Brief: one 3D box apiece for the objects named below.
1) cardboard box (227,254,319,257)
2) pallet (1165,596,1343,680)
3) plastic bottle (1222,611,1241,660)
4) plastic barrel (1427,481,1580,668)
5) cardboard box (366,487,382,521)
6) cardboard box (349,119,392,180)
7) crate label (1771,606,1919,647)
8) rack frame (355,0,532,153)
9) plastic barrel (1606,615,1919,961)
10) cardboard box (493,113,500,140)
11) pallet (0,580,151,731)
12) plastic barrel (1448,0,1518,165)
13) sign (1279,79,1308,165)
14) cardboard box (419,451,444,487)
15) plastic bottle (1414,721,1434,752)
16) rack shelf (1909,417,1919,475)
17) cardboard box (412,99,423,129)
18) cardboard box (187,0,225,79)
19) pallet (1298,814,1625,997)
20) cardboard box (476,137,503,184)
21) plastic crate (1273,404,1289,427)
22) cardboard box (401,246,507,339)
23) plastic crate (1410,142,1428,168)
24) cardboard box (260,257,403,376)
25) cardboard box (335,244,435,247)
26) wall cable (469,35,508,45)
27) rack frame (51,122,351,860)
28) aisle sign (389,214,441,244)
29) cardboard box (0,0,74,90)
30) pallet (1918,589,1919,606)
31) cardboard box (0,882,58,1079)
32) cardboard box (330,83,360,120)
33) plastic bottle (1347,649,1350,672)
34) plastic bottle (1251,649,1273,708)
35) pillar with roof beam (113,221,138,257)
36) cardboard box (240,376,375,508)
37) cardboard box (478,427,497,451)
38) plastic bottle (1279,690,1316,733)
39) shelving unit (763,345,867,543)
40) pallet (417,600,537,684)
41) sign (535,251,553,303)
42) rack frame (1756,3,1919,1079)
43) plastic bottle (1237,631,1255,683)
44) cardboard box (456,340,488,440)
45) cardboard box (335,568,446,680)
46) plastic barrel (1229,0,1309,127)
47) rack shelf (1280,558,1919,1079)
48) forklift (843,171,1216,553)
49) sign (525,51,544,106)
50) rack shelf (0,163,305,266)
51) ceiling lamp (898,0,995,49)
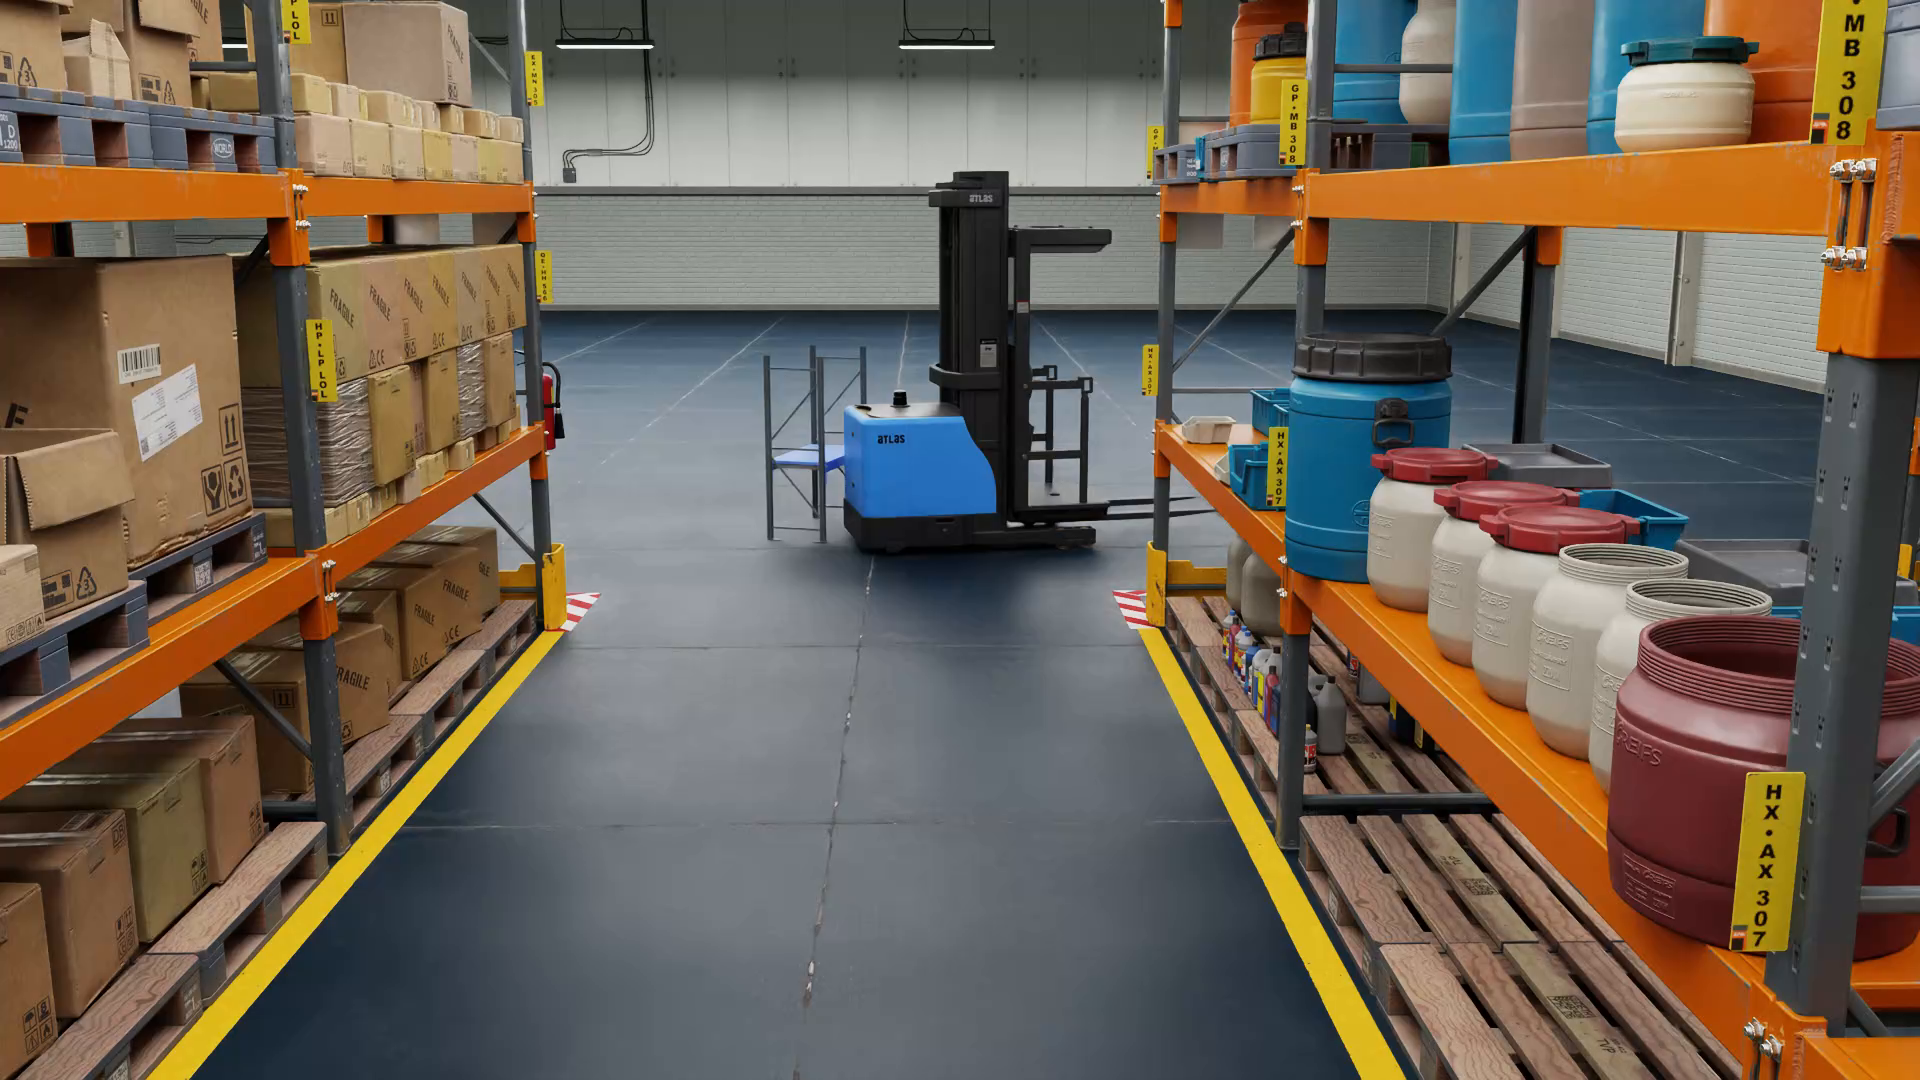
[{"bbox_3d":[-3.400,-1.115,7.994,0.500,0.500,0.500,0,11,-1],"label":"cardboard box"},{"bbox_3d":[1.835,0.585,10.145,1.003,0.211,1.213,0,11,-1],"label":"pallet"},{"bbox_3d":[1.501,0.525,9.182,0.097,0.271,0.097,0,11,0],"label":"plastic bottle"},{"bbox_3d":[1.673,0.107,5.144,0.433,0.535,0.433,0,11,0],"label":"plastic barrel"},{"bbox_3d":[-2.823,-0.163,7.449,0.380,0.149,0.250,0,11,-1],"label":"cardboard box"},{"bbox_3d":[-2.863,-1.735,7.399,0.500,0.250,0.500,0,11,-2],"label":"cardboard box"},{"bbox_3d":[2.190,0.416,3.874,0.502,0.435,0.616,0,11,-1],"label":"crate label"},{"bbox_3d":[-3.177,-3.878,10.041,1.000,3.000,0.127,0,11,-1],"label":"rack frame"},{"bbox_3d":[1.628,0.475,3.334,0.600,0.536,0.708,0,11,-1],"label":"plastic barrel"},{"bbox_3d":[-2.856,-2.370,9.525,0.380,0.149,0.250,-1,11,-4],"label":"cardboard box"},{"bbox_3d":[-3.093,0.353,4.756,1.003,0.211,1.213,0,11,-1],"label":"pallet"},{"bbox_3d":[2.085,-1.778,5.976,0.600,0.901,0.708,0,11,-1],"label":"plastic barrel"},{"bbox_3d":[1.307,-1.637,6.519,0.100,0.325,0.005,0,11,-1],"label":"sign"},{"bbox_3d":[-2.842,-0.362,8.429,0.380,0.149,0.250,0,11,-1],"label":"cardboard box"},{"bbox_3d":[2.149,0.824,7.679,0.061,0.283,0.133,0,11,-1],"label":"plastic bottle"},{"bbox_3d":[6.769,-0.228,8.946,1.077,0.370,4.000,0,11,-1],"label":"rack shelf"},{"bbox_3d":[-2.897,-2.111,8.248,0.380,0.149,0.250,0,11,0],"label":"cardboard box"},{"bbox_3d":[-3.359,-2.141,6.766,0.500,0.500,0.500,-1,11,-3],"label":"cardboard box"},{"bbox_3d":[1.913,1.360,6.327,1.003,0.211,1.213,0,11,-1],"label":"pallet"},{"bbox_3d":[-2.900,-2.140,9.397,0.500,0.250,0.500,0,11,-1],"label":"cardboard box"},{"bbox_3d":[2.092,-0.658,9.631,0.499,0.251,0.408,0,11,-1],"label":"plastic crate"},{"bbox_3d":[-2.902,-1.415,9.474,0.500,0.500,0.500,0,11,-1],"label":"cardboard box"},{"bbox_3d":[2.097,-1.844,8.092,0.336,0.188,0.450,0,11,-1],"label":"plastic crate"},{"bbox_3d":[-2.861,-1.017,7.515,0.500,0.500,0.500,0,11,-1],"label":"cardboard box"},{"bbox_3d":[-3.438,-1.512,9.954,0.500,0.500,0.500,0,11,-1],"label":"cardboard box"},{"bbox_3d":[-12.494,-13.435,40.815,3.097,2.526,0.112,0,11,-1],"label":"wall cable"},{"bbox_3d":[-3.094,-0.143,6.718,1.000,3.000,0.127,0,11,-1],"label":"rack frame"},{"bbox_3d":[-3.478,-2.223,10.433,0.394,0.787,0.004,0,11,-1],"label":"aisle sign"},{"bbox_3d":[-3.163,-1.588,4.982,0.797,0.503,0.637,0,11,1],"label":"cardboard box"},{"bbox_3d":[6.785,0.541,10.363,1.003,0.211,1.213,0,11,-1],"label":"pallet"},{"bbox_3d":[-3.088,1.306,4.758,0.700,0.500,0.500,1,11,4],"label":"cardboard box"},{"bbox_3d":[-2.851,-1.907,7.246,0.380,0.149,0.250,0,11,-1],"label":"cardboard box"},{"bbox_3d":[2.123,0.572,8.923,0.061,0.283,0.133,0,11,-1],"label":"plastic bottle"},{"bbox_3d":[1.546,0.695,8.334,0.152,0.276,0.135,0,11,0],"label":"plastic bottle"},{"bbox_3d":[-15.250,-9.655,38.517,9.100,9.000,0.548,0,11,-1],"label":"pillar with roof beam"},{"bbox_3d":[-3.042,-0.427,7.120,0.875,0.500,0.500,0,11,-1],"label":"cardboard box"},{"bbox_3d":[-2.914,-0.610,9.653,0.380,0.149,0.250,0,11,-1],"label":"cardboard box"},{"bbox_3d":[1.556,0.793,7.663,0.144,0.351,0.185,-1,11,-3],"label":"plastic bottle"},{"bbox_3d":[-1.184,-0.822,13.837,0.538,1.500,1.048,3,12,16],"label":"shelving unit"},{"bbox_3d":[-3.194,0.606,10.043,1.003,0.211,1.213,0,11,-1],"label":"pallet"},{"bbox_3d":[-2.622,-1.658,10.482,0.100,0.325,0.005,0,11,-1],"label":"sign"},{"bbox_3d":[1.940,0.632,2.899,1.000,3.000,0.127,0,11,-1],"label":"rack frame"},{"bbox_3d":[1.510,0.613,8.748,0.097,0.271,0.097,0,11,0],"label":"plastic bottle"},{"bbox_3d":[-3.096,-0.825,9.080,0.875,0.500,0.500,0,11,-1],"label":"cardboard box"},{"bbox_3d":[-3.140,0.449,9.033,0.500,0.500,0.500,1,11,4],"label":"cardboard box"},{"bbox_3d":[1.912,-2.748,9.881,0.600,0.830,0.708,0,11,-1],"label":"plastic barrel"},{"bbox_3d":[1.899,0.587,4.930,1.077,0.370,4.000,0,11,-1],"label":"rack shelf"},{"bbox_3d":[0.610,-1.464,13.406,3.031,2.935,1.130,-3,12,-13],"label":"forklift"},{"bbox_3d":[-2.622,-2.840,10.242,0.100,0.325,0.005,0,11,-1],"label":"sign"},{"bbox_3d":[-3.053,-0.863,4.531,1.077,0.370,4.000,0,11,-1],"label":"rack shelf"},{"bbox_3d":[-0.279,-11.809,34.452,2.000,3.185,0.800,0,11,-1],"label":"ceiling lamp"}]
